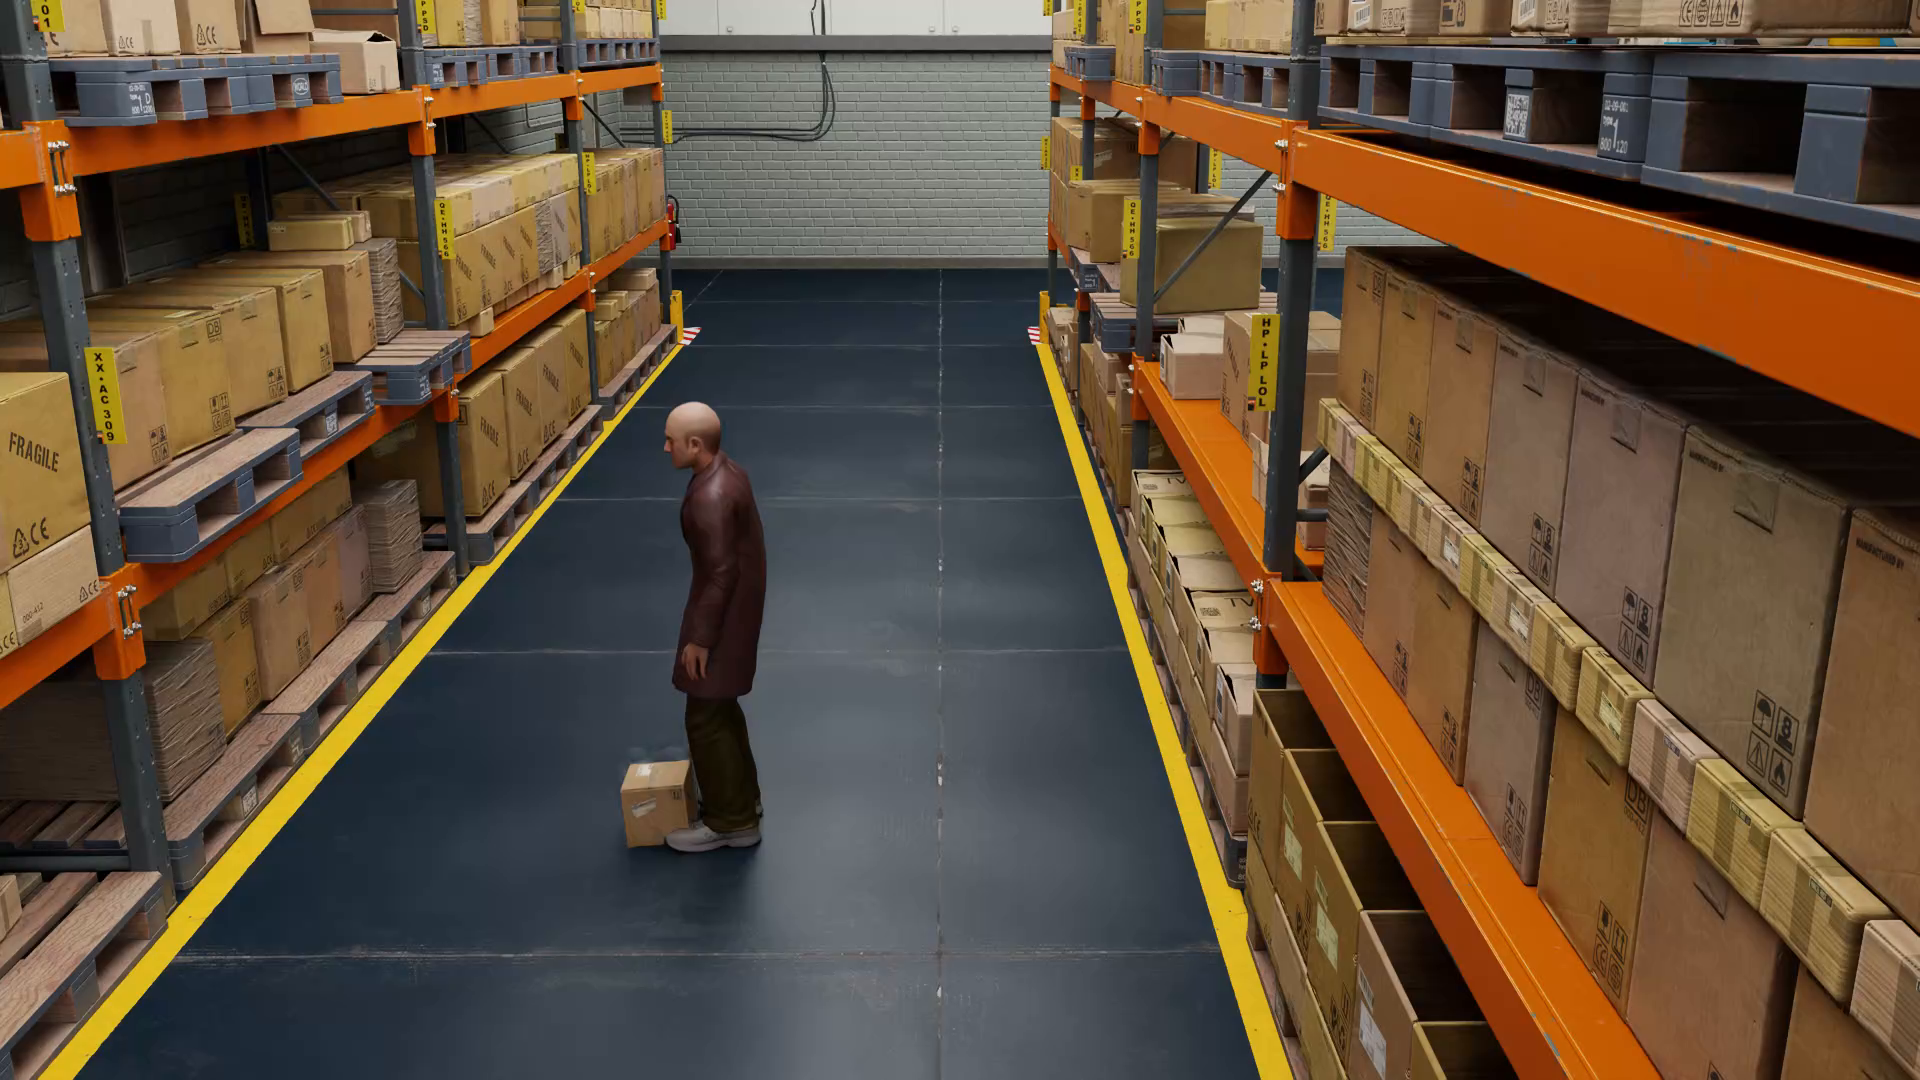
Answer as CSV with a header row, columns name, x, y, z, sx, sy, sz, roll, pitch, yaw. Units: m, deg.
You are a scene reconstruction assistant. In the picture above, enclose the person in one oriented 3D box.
name,x,y,z,sx,sy,sz,roll,pitch,yaw
person,-0.958,0.331,6.477,0.426,1.773,0.622,-1,17,-3
